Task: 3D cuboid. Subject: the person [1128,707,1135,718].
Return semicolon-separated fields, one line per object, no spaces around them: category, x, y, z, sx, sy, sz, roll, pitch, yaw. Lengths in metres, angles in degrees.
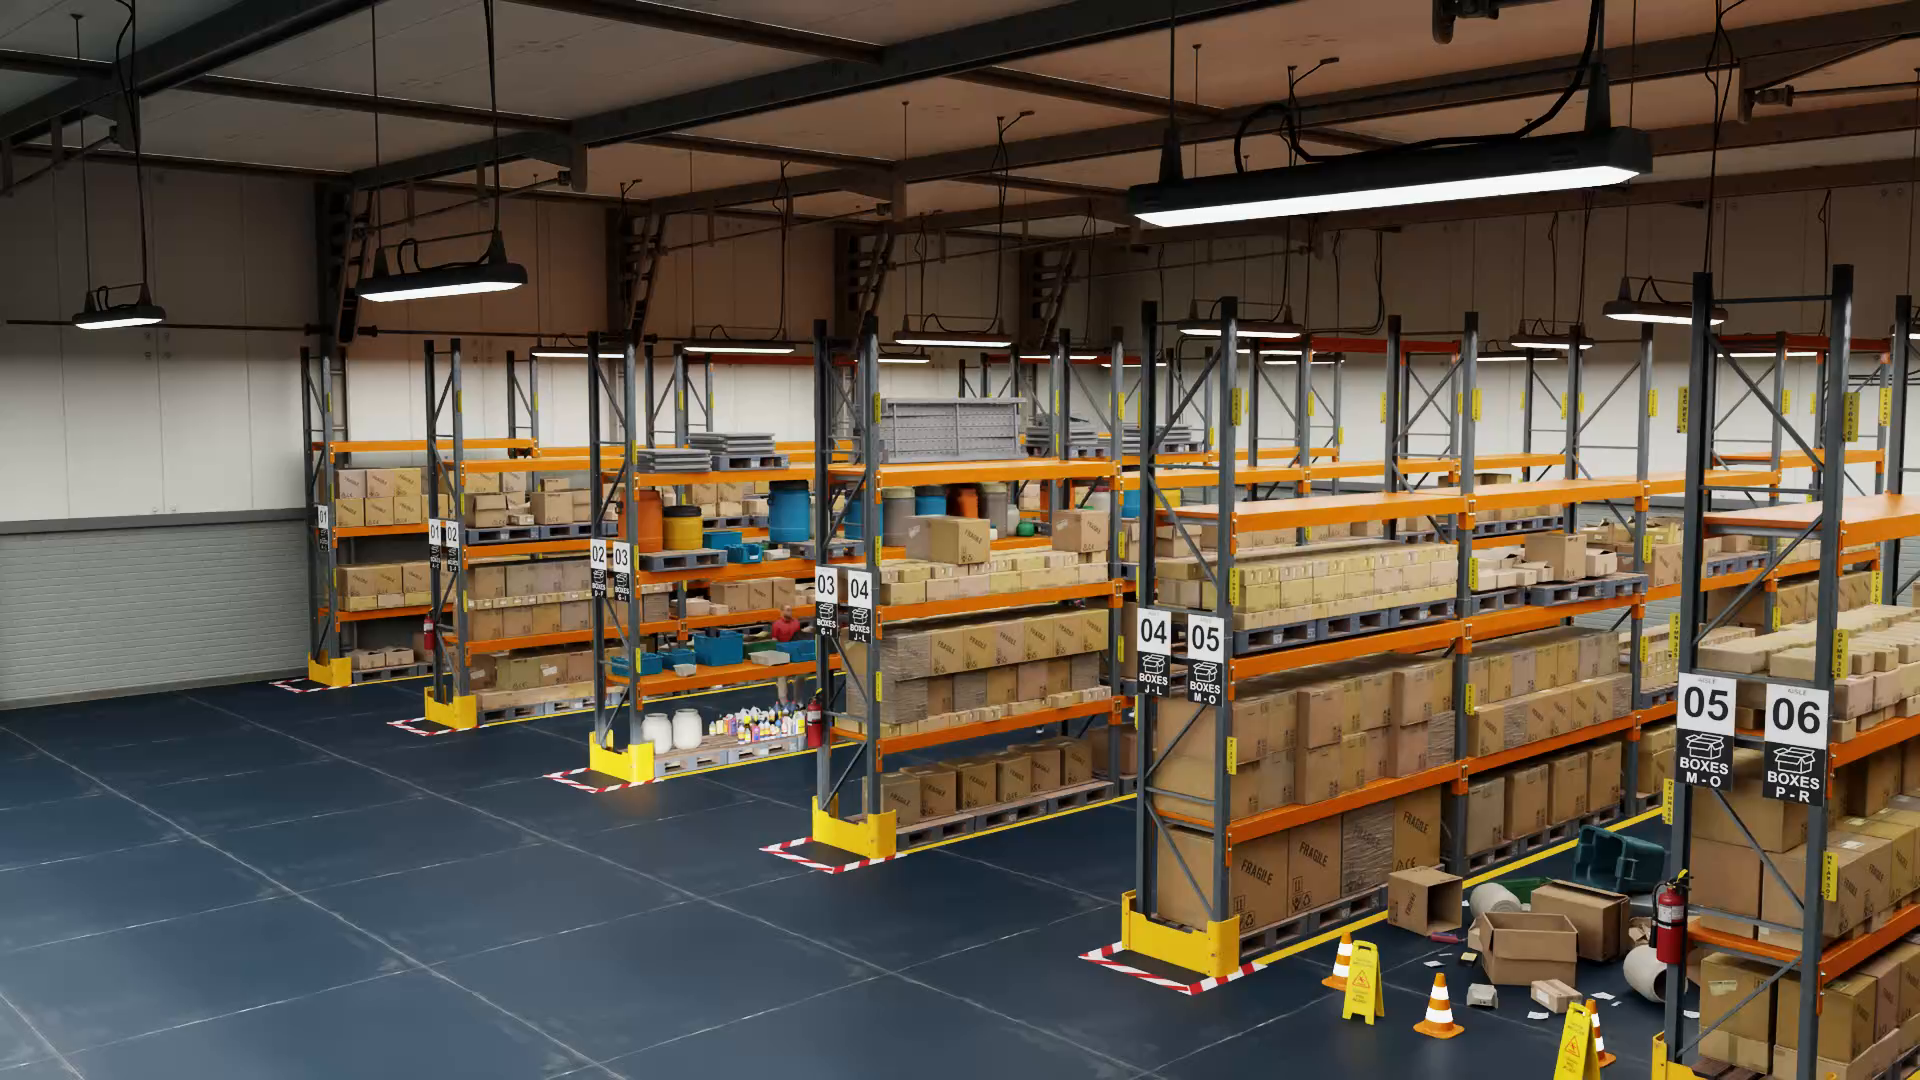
person;3.026;2.008;26.375;0.409;1.606;1.077;3;6;34

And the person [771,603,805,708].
person;-2.794;1.910;27.233;0.611;1.750;0.526;-3;6;-28

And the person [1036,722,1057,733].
person;1.354;2.149;25.154;0.511;1.580;0.444;-2;6;-26
